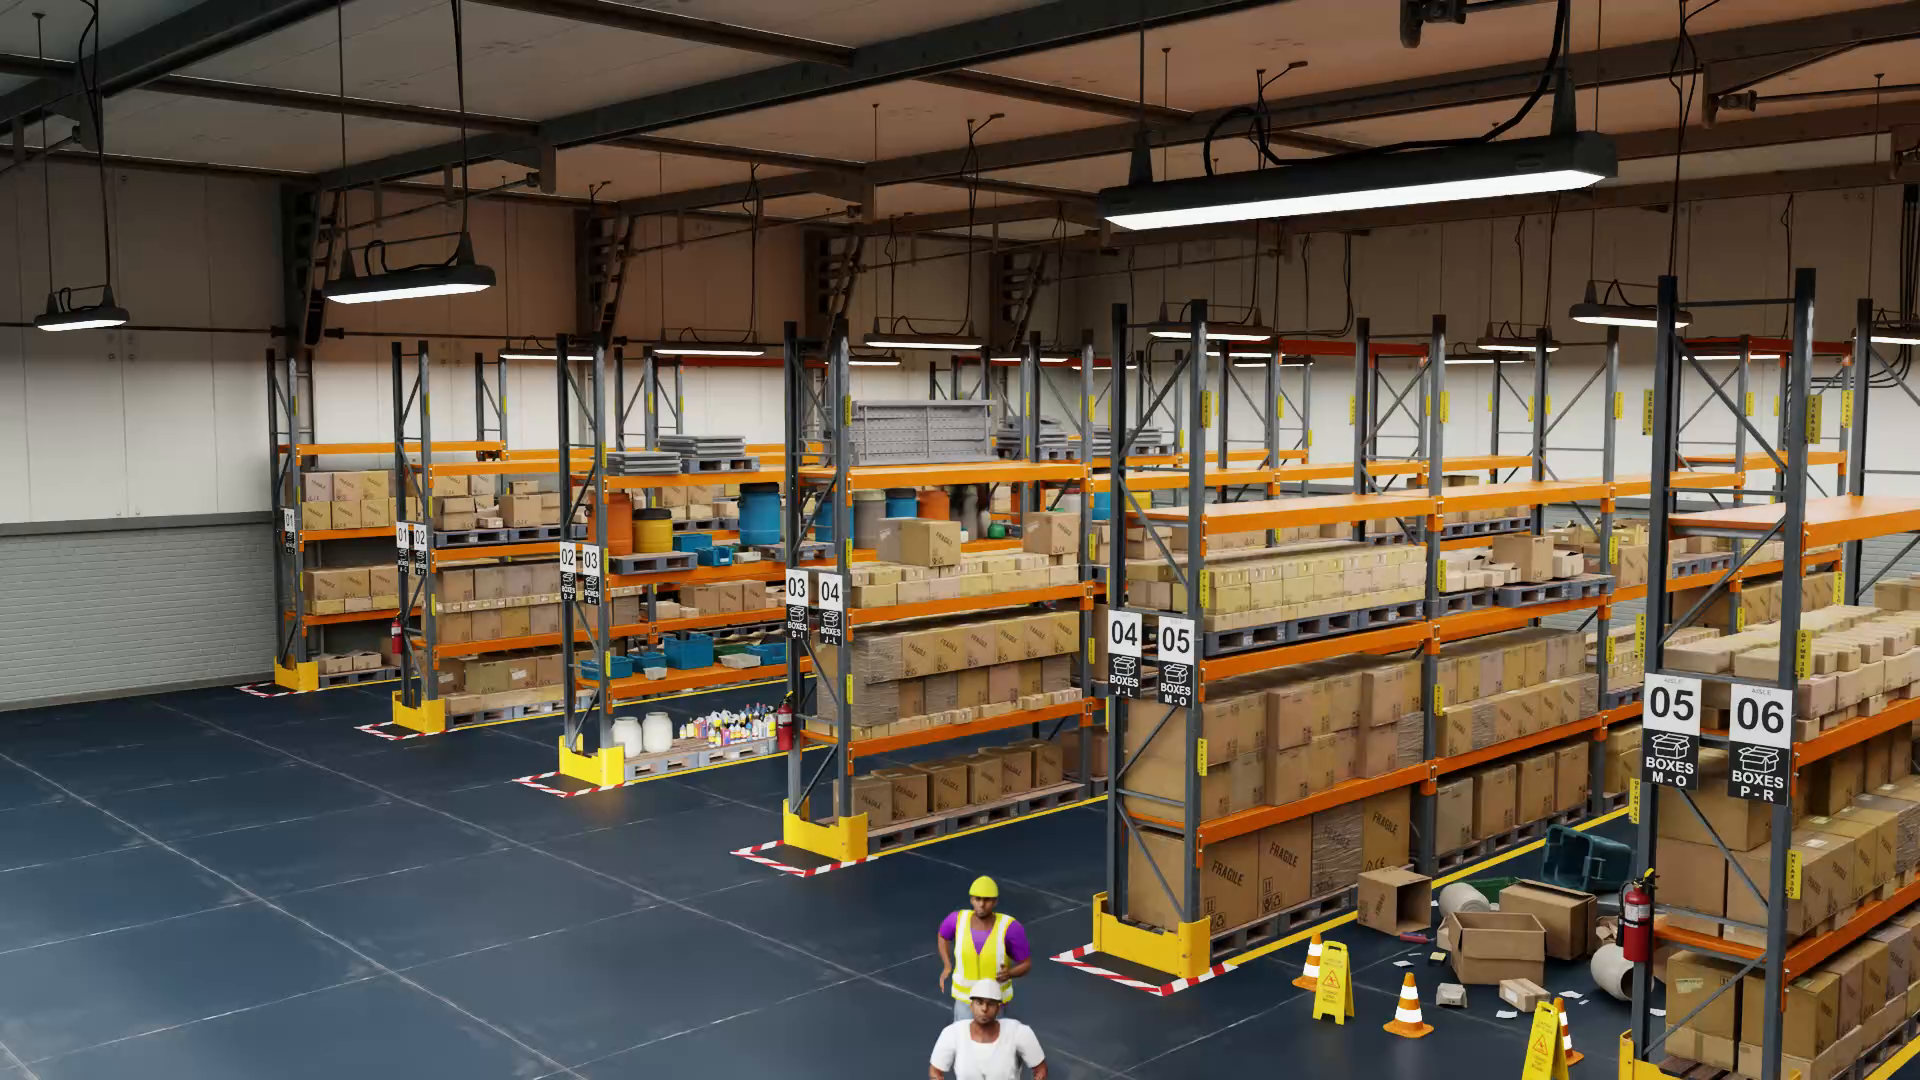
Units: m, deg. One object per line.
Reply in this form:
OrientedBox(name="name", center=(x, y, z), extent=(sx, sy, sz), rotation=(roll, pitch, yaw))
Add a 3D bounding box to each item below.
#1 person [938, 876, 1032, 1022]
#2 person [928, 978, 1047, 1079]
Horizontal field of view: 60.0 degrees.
OrientedBox(name="person", center=(0.166, 3.260, 11.745), extent=(0.685, 1.813, 0.895), rotation=(0, 5, 4))
OrientedBox(name="person", center=(0.165, 3.458, 10.002), extent=(0.720, 1.706, 0.661), rotation=(0, 5, 2))
